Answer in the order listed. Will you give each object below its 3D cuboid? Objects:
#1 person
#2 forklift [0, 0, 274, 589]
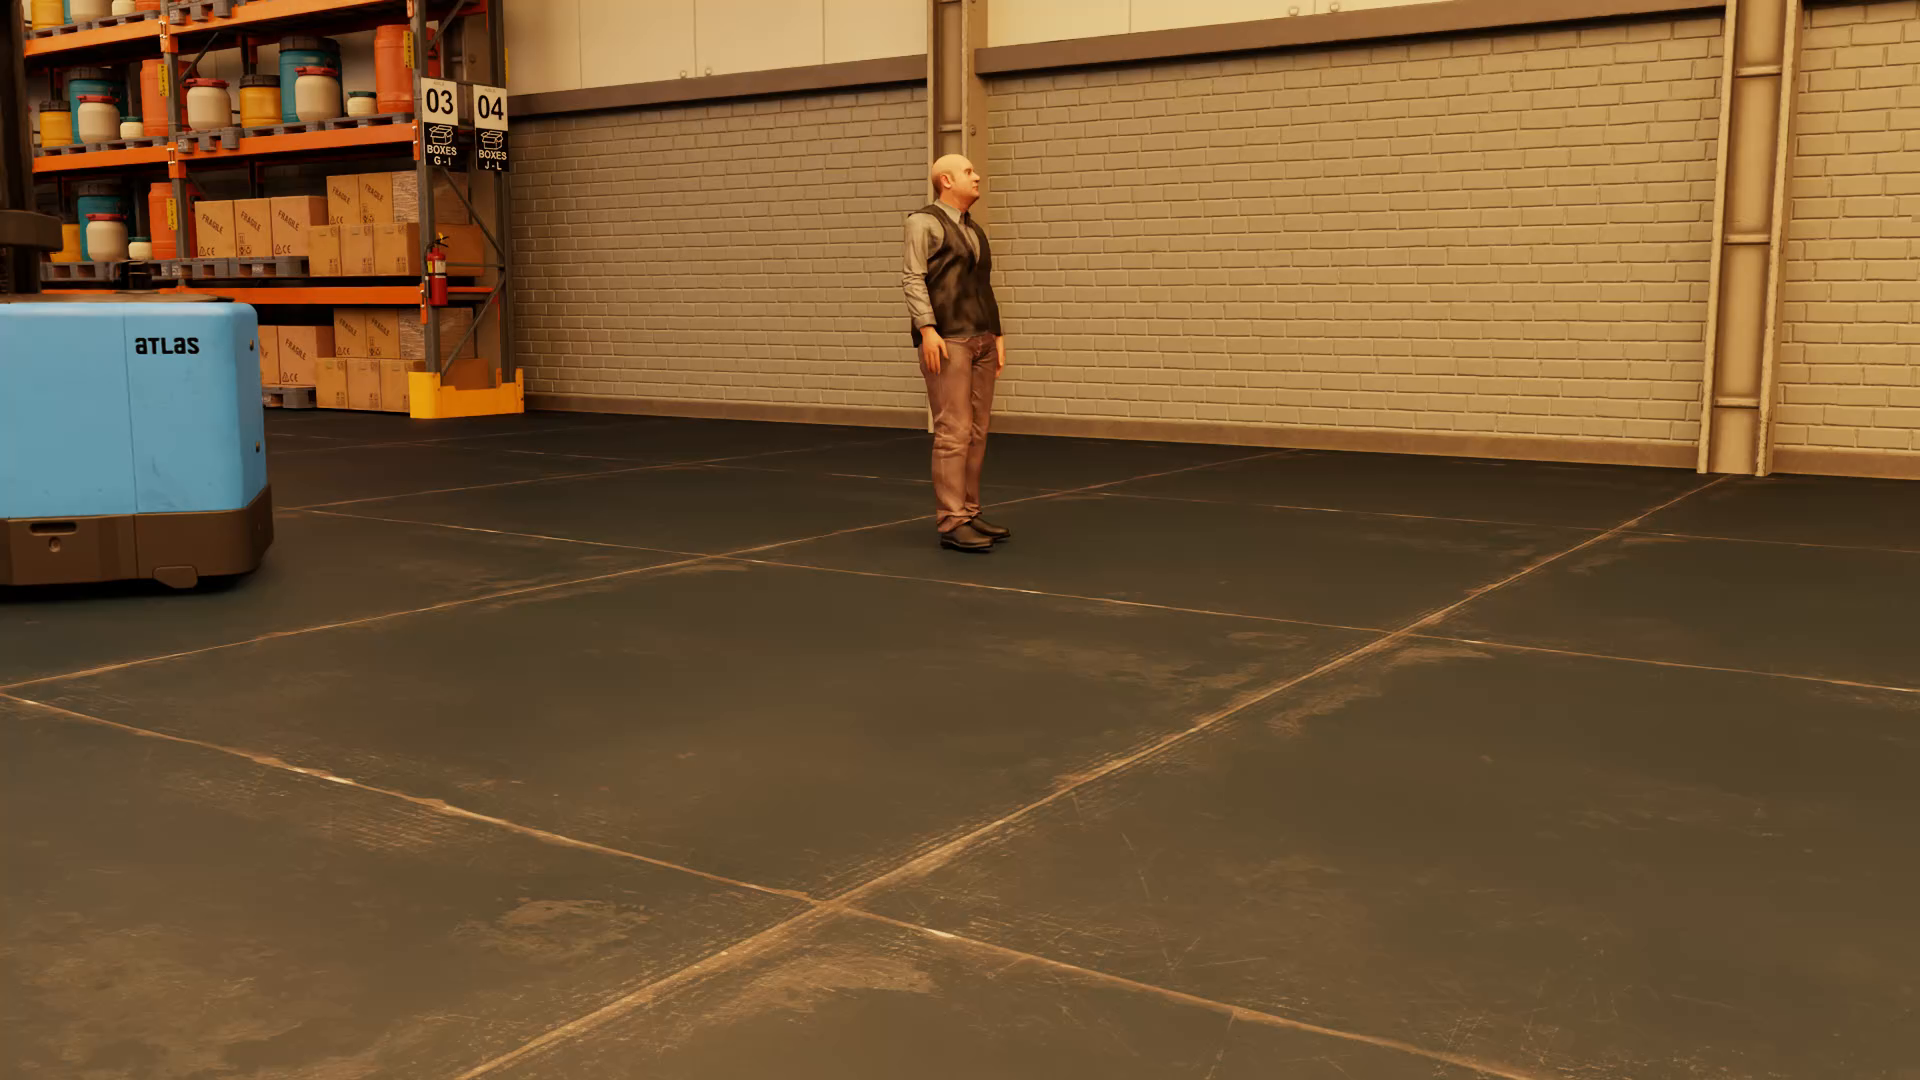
[{"bbox_3d":[0.048,-0.853,7.441,0.566,1.722,0.633,5,10,34],"label":"person"},{"bbox_3d":[-4.246,-1.259,6.048,3.031,2.935,1.130,-3,8,-17],"label":"forklift"}]
